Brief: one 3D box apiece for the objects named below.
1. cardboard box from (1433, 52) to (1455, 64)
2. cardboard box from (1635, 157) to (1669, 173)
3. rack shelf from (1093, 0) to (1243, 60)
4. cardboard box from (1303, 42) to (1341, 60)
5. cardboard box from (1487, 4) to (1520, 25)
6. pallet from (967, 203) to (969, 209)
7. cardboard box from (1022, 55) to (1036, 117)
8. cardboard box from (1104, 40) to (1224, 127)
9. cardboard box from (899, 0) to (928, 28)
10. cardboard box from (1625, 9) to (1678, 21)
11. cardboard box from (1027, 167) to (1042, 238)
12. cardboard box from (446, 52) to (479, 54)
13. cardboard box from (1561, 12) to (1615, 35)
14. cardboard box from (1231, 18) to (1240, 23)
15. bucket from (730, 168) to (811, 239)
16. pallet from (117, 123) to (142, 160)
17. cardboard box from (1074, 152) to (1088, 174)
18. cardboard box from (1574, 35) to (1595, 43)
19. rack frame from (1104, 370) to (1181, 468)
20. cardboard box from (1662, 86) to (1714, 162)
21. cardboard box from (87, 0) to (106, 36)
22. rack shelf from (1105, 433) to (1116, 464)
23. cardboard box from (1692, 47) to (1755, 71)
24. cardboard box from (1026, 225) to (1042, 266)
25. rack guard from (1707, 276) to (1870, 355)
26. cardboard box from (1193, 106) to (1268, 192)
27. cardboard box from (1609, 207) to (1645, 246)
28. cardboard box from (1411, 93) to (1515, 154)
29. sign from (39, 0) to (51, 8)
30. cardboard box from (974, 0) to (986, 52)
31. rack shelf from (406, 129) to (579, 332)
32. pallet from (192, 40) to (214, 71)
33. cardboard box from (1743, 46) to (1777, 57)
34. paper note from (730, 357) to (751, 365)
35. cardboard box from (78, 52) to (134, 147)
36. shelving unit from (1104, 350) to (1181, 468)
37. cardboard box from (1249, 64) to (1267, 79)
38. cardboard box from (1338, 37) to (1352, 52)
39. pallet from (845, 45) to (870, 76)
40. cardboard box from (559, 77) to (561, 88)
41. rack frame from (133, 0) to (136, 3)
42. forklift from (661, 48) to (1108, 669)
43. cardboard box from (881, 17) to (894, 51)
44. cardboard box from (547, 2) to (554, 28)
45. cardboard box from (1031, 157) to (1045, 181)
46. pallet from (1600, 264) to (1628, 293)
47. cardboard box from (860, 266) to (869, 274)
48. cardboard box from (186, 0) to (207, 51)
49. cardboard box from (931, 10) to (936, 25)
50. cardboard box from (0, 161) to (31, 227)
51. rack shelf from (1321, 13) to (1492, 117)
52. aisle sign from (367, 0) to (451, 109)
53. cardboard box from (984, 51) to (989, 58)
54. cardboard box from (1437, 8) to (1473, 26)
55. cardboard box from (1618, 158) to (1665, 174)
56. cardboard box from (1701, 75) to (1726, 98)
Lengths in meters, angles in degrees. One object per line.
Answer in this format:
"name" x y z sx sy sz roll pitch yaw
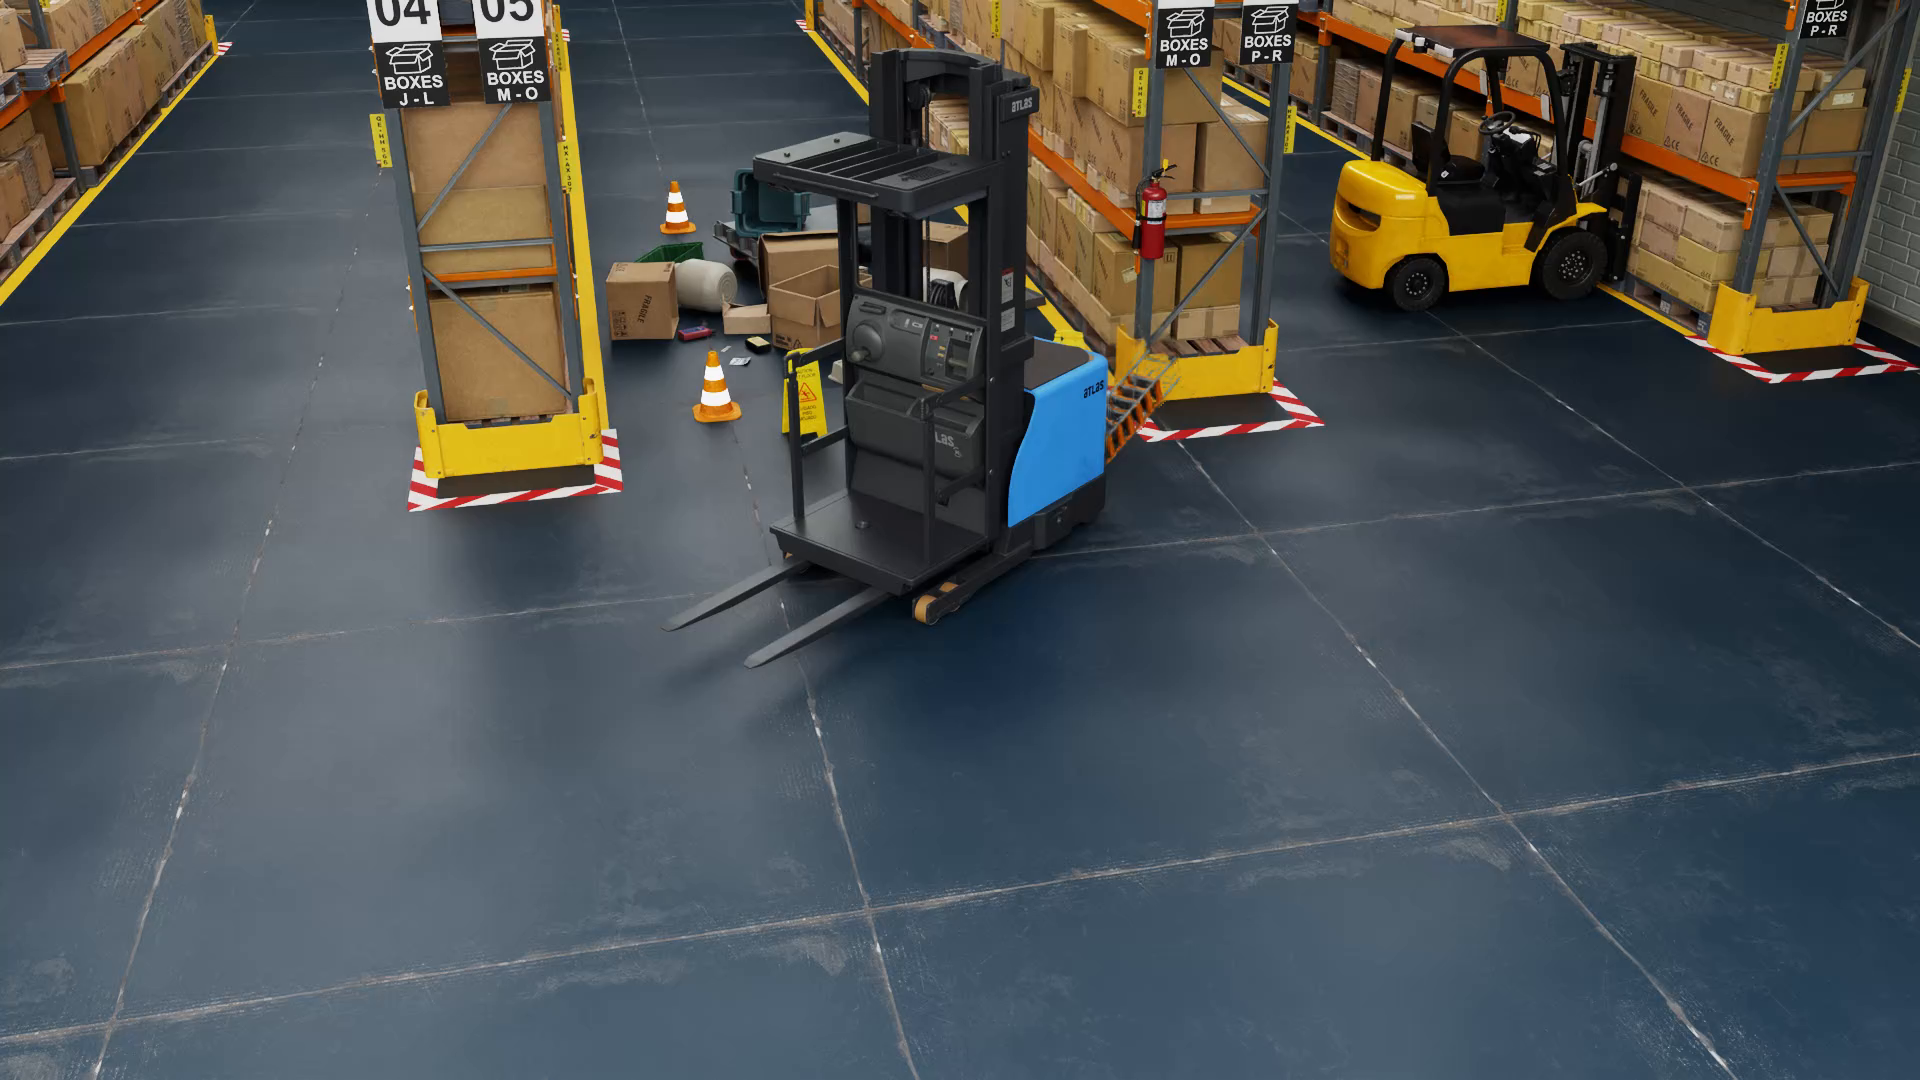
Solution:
"cardboard box" 5.218 -5.043 17.079 0.500 0.250 0.500 -6 27 -12
"cardboard box" 6.355 -3.241 14.818 0.500 0.250 0.500 -6 27 -13
"rack shelf" 1.320 -4.330 12.968 1.077 0.370 4.000 -6 27 -12
"cardboard box" 4.445 -6.004 20.404 0.380 0.149 0.250 -7 28 -14
"cardboard box" 5.412 -5.157 16.307 0.380 0.149 0.250 -5 27 -10
"pallet" 0.693 -3.286 16.527 1.003 0.211 1.213 -6 27 -12
"cardboard box" 0.833 -3.928 14.261 0.500 0.500 0.500 -6 27 -12
"cardboard box" 1.443 -3.259 11.828 0.700 0.500 0.500 -7 28 -13
"cardboard box" -0.399 -6.074 19.122 0.500 0.250 0.500 -7 28 -13
"cardboard box" 6.277 -4.720 15.112 0.380 0.149 0.250 -6 27 -13
"cardboard box" 0.872 -2.964 14.547 0.500 0.500 0.500 -5 27 -10
"cardboard box" -3.529 -3.314 12.121 0.875 0.550 0.500 -6 27 -12
"cardboard box" 5.659 -4.652 14.977 0.380 0.149 0.250 -5 27 -10
"cardboard box" 3.930 -7.159 22.692 0.380 0.149 0.250 -7 28 -14
"bucket" -1.653 -3.034 14.879 0.726 0.611 0.620 3 17 6
"pallet" -10.063 -4.583 19.095 1.003 0.211 1.213 -6 27 -12
"cardboard box" 1.122 -3.018 13.180 0.380 0.149 0.250 -6 27 -12
"cardboard box" 5.707 -4.407 14.821 0.380 0.149 0.250 -6 27 -12
"rack frame" 1.083 -0.758 11.249 0.240 0.006 1.200 20 54 34
"cardboard box" 6.132 -3.402 13.550 0.500 0.500 0.500 -5 27 -10
"cardboard box" -9.879 -5.895 18.490 0.500 0.500 0.500 -6 27 -11
"rack shelf" 0.896 -0.637 11.049 0.258 0.180 0.103 20 54 34
"cardboard box" 6.165 -3.876 13.440 0.380 0.149 0.250 -6 27 -11
"cardboard box" 0.871 -2.630 14.717 0.500 0.250 0.500 -4 27 -9
"rack guard" 6.612 -1.813 13.287 1.175 0.500 0.348 -6 27 -12
"cardboard box" 1.935 -2.847 12.121 0.500 0.500 0.500 -6 27 -12
"cardboard box" 5.953 -2.750 14.400 0.500 0.250 0.500 -7 28 -13
"cardboard box" 5.409 -4.392 17.792 0.875 0.625 0.625 -6 27 -12
"sign" -9.160 -5.480 16.581 0.100 0.325 0.005 -6 27 -12
"cardboard box" 0.429 -4.952 15.824 0.500 0.500 0.500 -6 27 -11
"rack shelf" -3.480 -2.443 12.560 1.077 0.370 4.000 -6 27 -12
"pallet" -11.233 -6.863 23.614 1.003 0.211 1.213 -6 27 -12
"cardboard box" 6.598 -3.918 13.523 0.380 0.149 0.250 -6 27 -11
"paper note" -1.719 -1.403 12.997 0.144 0.017 0.142 3 27 6
"cardboard box" -10.015 -4.875 18.472 1.225 0.875 0.875 -6 27 -11
"shelving unit" 1.062 -0.823 11.187 0.258 0.189 1.200 20 54 34
"cardboard box" 4.140 -6.363 21.836 0.500 0.500 0.500 -7 28 -13
"cardboard box" 4.956 -6.192 20.778 0.380 0.149 0.250 -5 27 -10
"pallet" -1.028 -6.799 23.485 1.003 0.211 1.213 -6 27 -12
"cardboard box" -5.321 -5.927 20.972 0.500 0.500 0.500 -6 27 -13
"rack frame" -10.588 -6.695 20.186 1.000 3.000 0.127 -6 27 -12
"forklift" -0.391 -1.086 9.148 1.130 2.935 3.031 20 33 34
"cardboard box" -0.504 -6.281 21.257 0.875 0.875 0.875 -5 27 -10
"cardboard box" -4.469 -5.273 17.257 0.500 0.500 0.500 -6 27 -12
"cardboard box" 0.827 -3.201 14.297 0.380 0.149 0.250 -5 27 -10
"pallet" 6.122 -2.560 15.088 1.003 0.211 1.213 -6 27 -12
"cardboard box" -1.038 -2.393 14.697 0.396 0.266 0.258 19 32 32
"cardboard box" -11.268 -7.417 23.509 0.875 0.875 0.875 -6 27 -12
"cardboard box" -0.092 -5.607 17.843 0.380 0.149 0.250 -8 28 -15
"cardboard box" -9.244 -3.237 15.621 0.700 0.500 0.500 -4 27 -7
"rack shelf" 5.254 -5.252 18.125 1.077 0.370 4.000 -6 27 -12
"aisle sign" -3.305 -2.986 9.951 0.394 0.787 0.004 -6 27 -12
"cardboard box" 0.443 -4.580 15.809 0.380 0.149 0.250 -7 28 -13
"cardboard box" 5.222 -5.266 16.966 0.500 0.250 0.500 -7 28 -13
"cardboard box" 5.848 -3.183 14.704 0.500 0.250 0.500 -7 28 -13
"cardboard box" 6.170 -3.627 13.275 0.380 0.149 0.250 -5 27 -11
